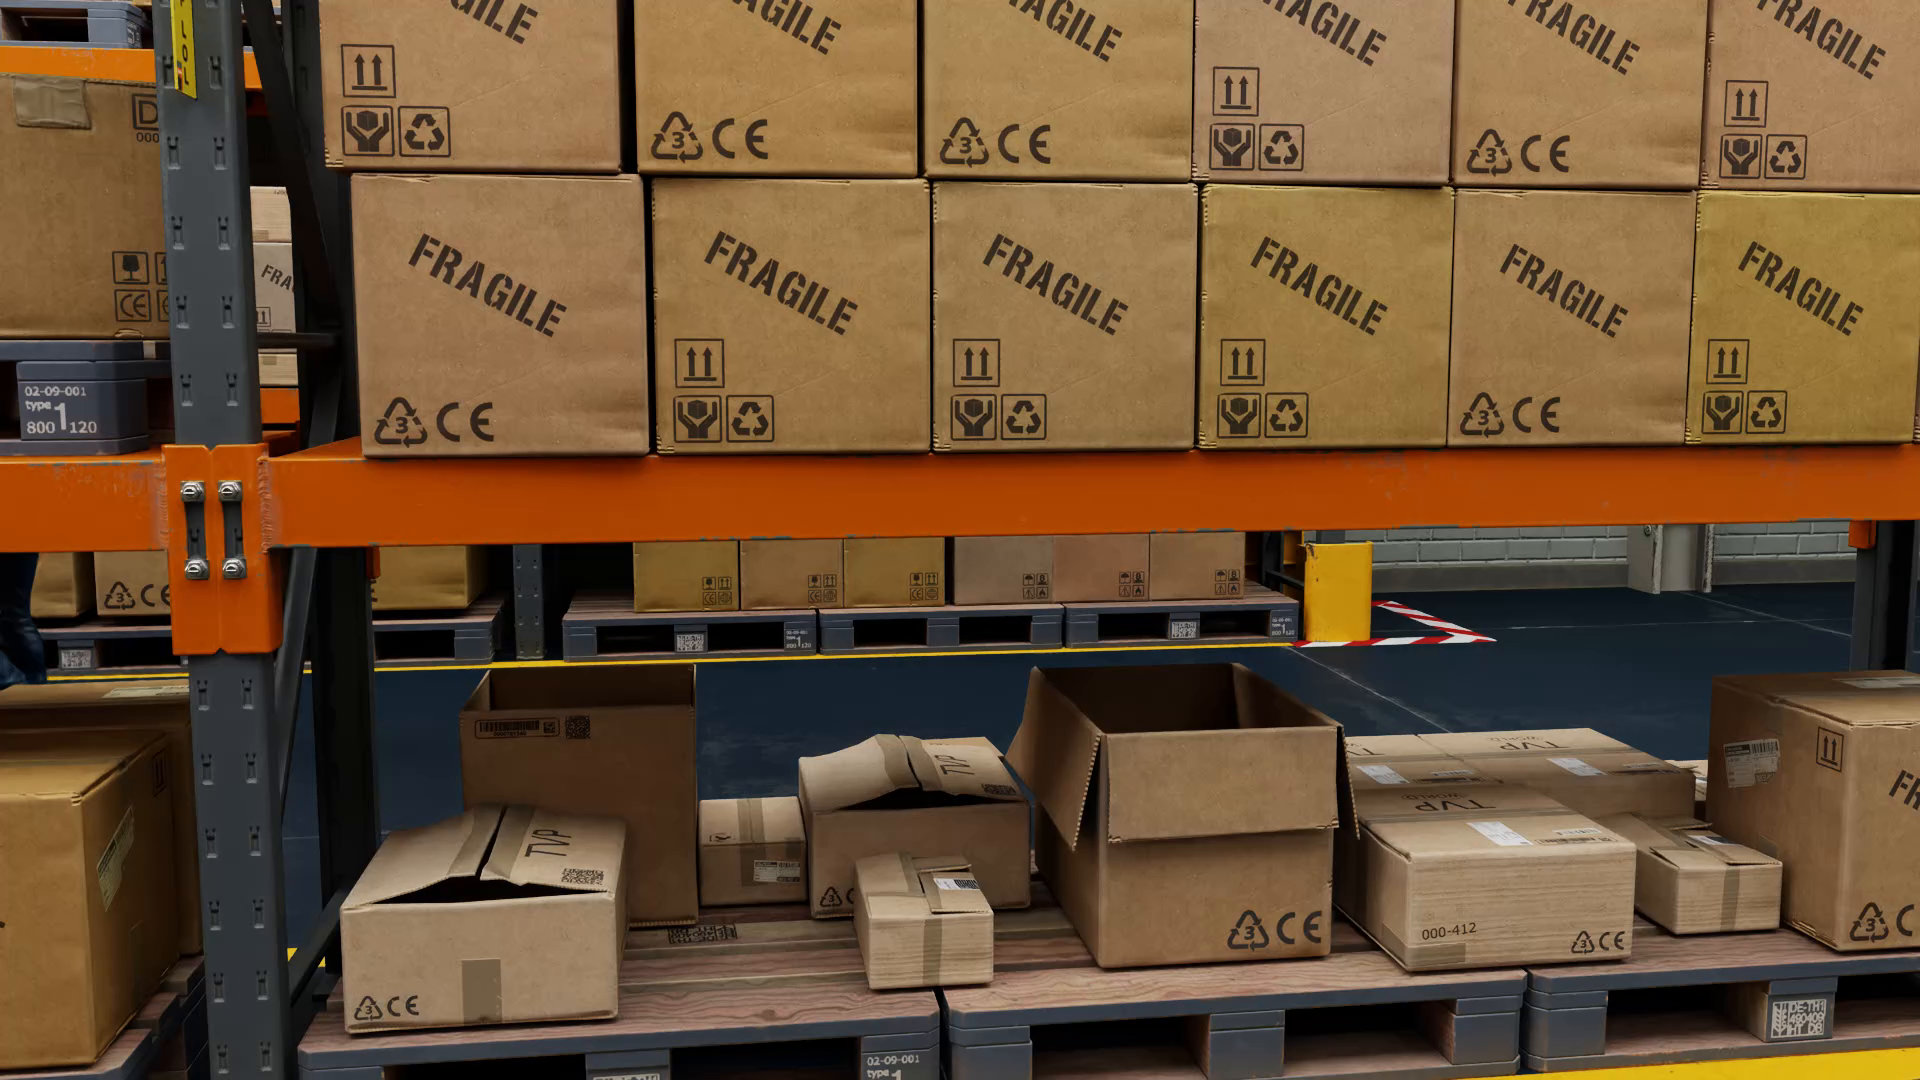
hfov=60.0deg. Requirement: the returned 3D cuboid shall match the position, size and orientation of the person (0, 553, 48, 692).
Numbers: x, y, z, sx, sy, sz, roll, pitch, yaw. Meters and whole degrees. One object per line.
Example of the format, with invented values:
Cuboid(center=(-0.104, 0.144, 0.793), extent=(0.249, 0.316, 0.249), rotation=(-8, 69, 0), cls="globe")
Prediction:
Cuboid(center=(-3.552, -0.030, 6.084), extent=(0.387, 1.598, 0.412), rotation=(1, 7, 9), cls="person")
